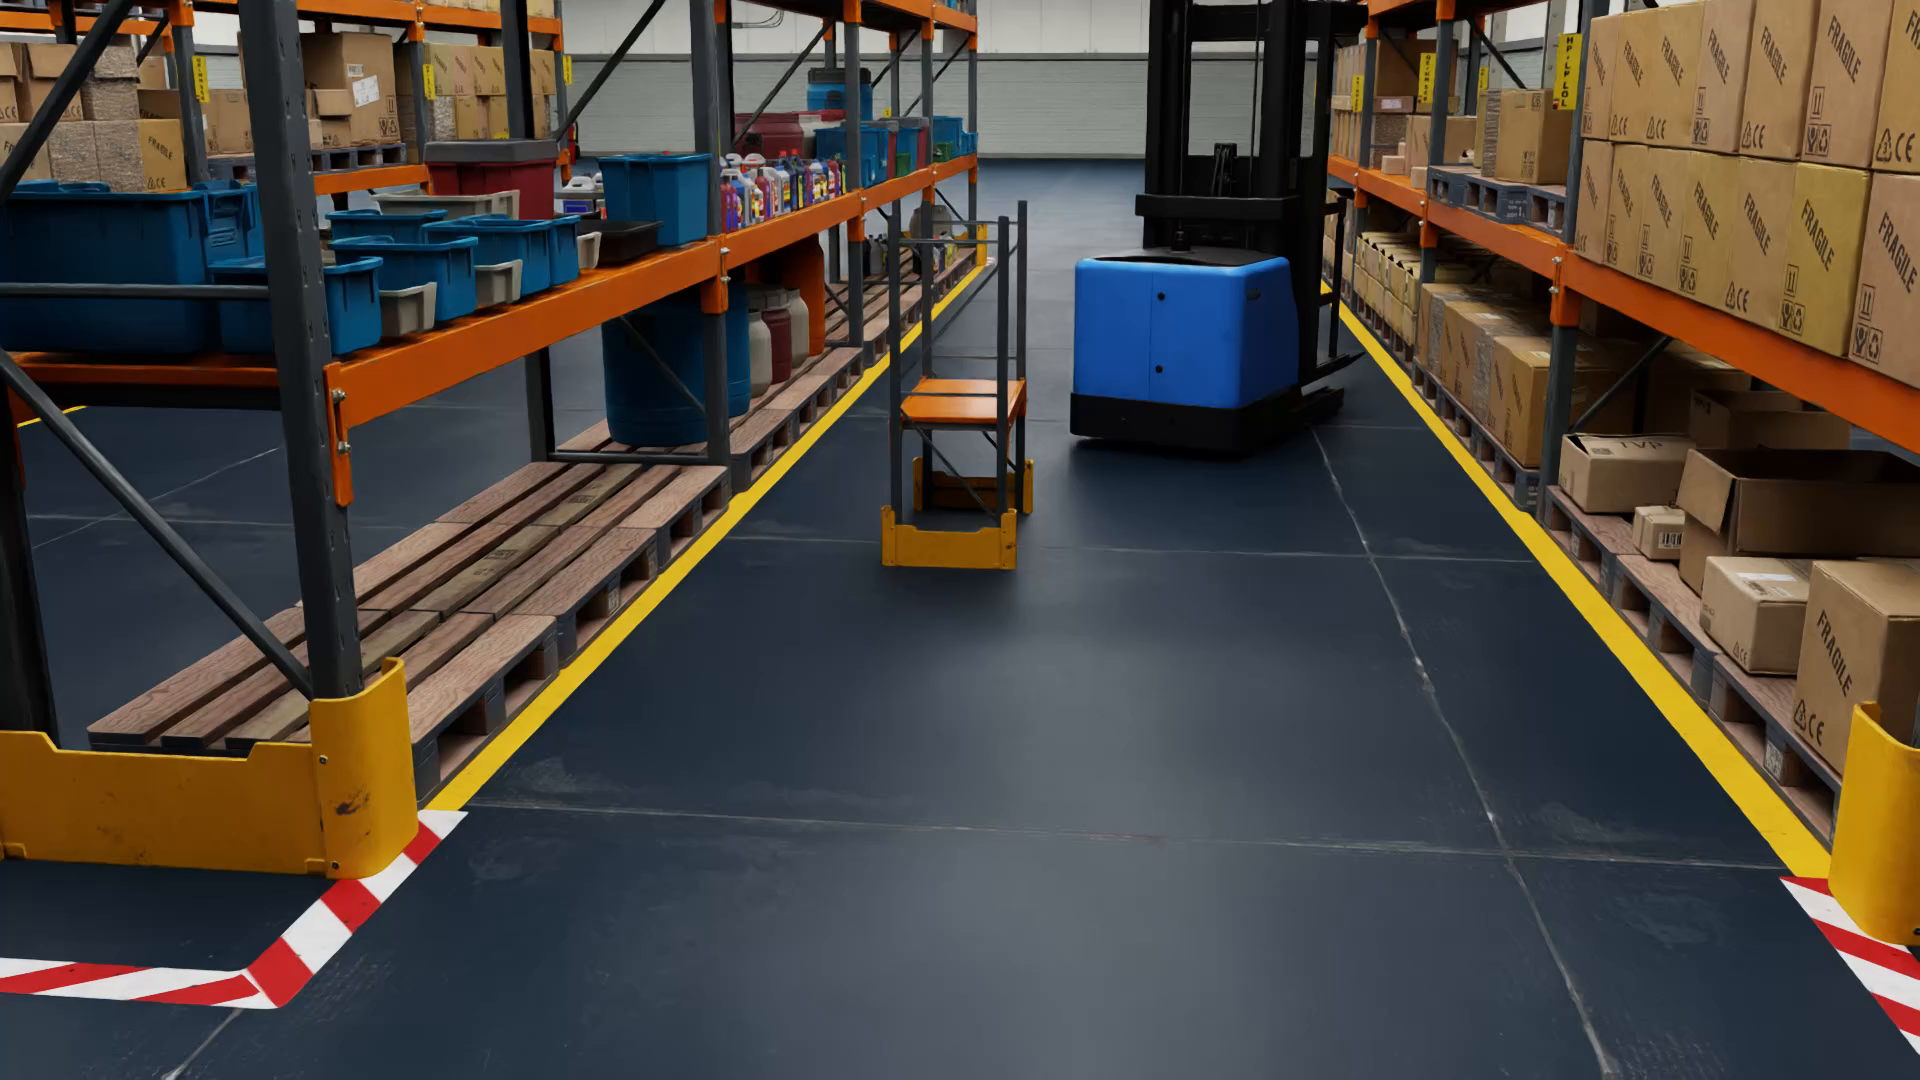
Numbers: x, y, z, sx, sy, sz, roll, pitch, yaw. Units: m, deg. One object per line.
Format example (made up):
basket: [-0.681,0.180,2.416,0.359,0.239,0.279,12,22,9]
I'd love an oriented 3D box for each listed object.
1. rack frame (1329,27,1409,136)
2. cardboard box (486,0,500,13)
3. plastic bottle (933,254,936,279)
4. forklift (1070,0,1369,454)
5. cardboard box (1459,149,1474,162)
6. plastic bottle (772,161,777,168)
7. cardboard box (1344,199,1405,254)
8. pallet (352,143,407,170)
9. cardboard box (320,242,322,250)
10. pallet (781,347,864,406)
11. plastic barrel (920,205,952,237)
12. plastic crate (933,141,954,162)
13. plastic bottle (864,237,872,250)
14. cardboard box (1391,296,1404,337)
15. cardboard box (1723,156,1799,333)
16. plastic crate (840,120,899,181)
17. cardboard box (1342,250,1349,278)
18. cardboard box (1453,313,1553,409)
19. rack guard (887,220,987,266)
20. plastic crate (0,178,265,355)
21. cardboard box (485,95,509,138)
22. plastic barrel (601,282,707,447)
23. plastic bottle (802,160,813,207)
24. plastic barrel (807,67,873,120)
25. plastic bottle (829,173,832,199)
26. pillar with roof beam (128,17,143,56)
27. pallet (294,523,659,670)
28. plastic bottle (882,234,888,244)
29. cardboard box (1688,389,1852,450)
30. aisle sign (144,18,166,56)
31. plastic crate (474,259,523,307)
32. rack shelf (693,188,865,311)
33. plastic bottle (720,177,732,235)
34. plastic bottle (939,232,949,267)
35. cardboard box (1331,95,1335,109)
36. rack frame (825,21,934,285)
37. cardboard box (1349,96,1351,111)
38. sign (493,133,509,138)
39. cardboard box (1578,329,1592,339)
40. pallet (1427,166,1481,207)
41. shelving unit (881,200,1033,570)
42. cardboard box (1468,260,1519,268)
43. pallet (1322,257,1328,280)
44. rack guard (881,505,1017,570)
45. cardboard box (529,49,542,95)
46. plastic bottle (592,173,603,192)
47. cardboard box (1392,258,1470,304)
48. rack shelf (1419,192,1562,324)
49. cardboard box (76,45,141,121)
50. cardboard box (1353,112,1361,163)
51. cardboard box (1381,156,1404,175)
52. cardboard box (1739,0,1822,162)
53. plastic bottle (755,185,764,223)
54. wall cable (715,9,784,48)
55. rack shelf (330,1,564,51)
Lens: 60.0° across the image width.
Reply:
rack frame: [4.614,-4.625,19.021,1.000,3.000,0.127,2,15,6]
cardboard box: [-5.201,-5.768,17.789,0.500,0.250,0.500,1,15,5]
plastic bottle: [-0.287,-2.700,16.284,0.097,0.271,0.097,0,15,0]
forklift: [1.813,-2.236,10.316,1.130,2.935,3.031,9,17,29]
cardboard box: [3.796,-2.600,11.703,0.500,0.311,0.500,3,15,10]
plastic bottle: [-1.124,-2.183,10.214,0.061,0.283,0.133,2,15,6]
cardboard box: [4.066,-3.081,16.337,0.500,0.500,0.500,2,15,6]
pallet: [-5.910,-3.594,15.575,1.003,0.211,1.213,2,15,6]
cardboard box: [-5.968,-2.315,14.422,0.700,0.500,0.500,3,15,11]
pallet: [-1.257,-1.146,11.494,1.003,0.211,1.213,2,15,6]
plastic barrel: [-0.305,-3.601,19.194,0.421,0.512,0.421,0,15,0]
plastic crate: [-0.325,-3.976,17.026,0.450,0.188,0.662,2,15,6]
plastic bottle: [-0.950,-2.894,16.849,0.144,0.351,0.185,1,15,3]
cardboard box: [3.583,-1.703,12.678,0.500,0.250,0.500,2,15,6]
cardboard box: [2.706,-0.912,5.096,0.500,0.500,0.500,2,15,7]
plastic crate: [-0.723,-3.138,13.399,0.402,0.464,0.583,2,15,6]
cardboard box: [4.064,-2.719,16.435,0.500,0.250,0.500,2,15,6]
cardboard box: [3.208,-1.045,9.727,0.500,0.500,0.500,1,15,4]
rack guard: [-0.269,-3.544,19.812,1.175,0.500,0.348,2,15,6]
plastic crate: [-2.260,-0.761,4.546,0.616,0.435,0.499,2,15,6]
cardboard box: [-5.422,-4.577,18.081,0.875,0.500,0.500,2,15,6]
plastic barrel: [-1.583,-0.990,8.793,0.600,0.901,0.708,2,15,6]
plastic bottle: [-0.960,-2.227,10.375,0.061,0.283,0.133,2,15,6]
plastic barrel: [-1.103,-3.885,15.324,0.600,0.901,0.708,2,15,6]
plastic bottle: [-0.900,-2.369,11.059,0.097,0.201,0.097,0,15,0]
pillar with roof beam: [-14.673,-12.639,37.163,9.100,9.000,0.400,2,15,6]
pallet: [-1.841,0.195,6.535,1.003,0.211,1.213,2,15,6]
plastic bottle: [-0.821,-3.206,18.158,0.097,0.271,0.097,0,15,0]
cardboard box: [3.478,-0.363,7.202,0.500,0.500,0.500,2,15,6]
aisle sign: [-9.839,-6.355,20.437,0.394,0.787,0.004,2,15,6]
plastic crate: [-1.562,-0.835,5.394,0.250,0.136,0.298,2,15,6]
rack shelf: [-1.435,-1.831,10.066,1.077,0.370,4.000,2,15,6]
plastic bottle: [-1.196,-1.686,8.375,0.061,0.283,0.133,2,15,6]
plastic bottle: [-0.186,-3.025,17.334,0.144,0.351,0.185,2,15,6]
cardboard box: [4.356,-4.891,18.570,0.380,0.149,0.250,2,15,6]
rack frame: [-0.758,-3.735,15.727,1.000,3.000,0.127,2,15,6]
cardboard box: [4.153,-4.424,16.843,0.380,0.149,0.250,2,15,8]
sign: [-2.207,-1.810,8.080,0.100,0.325,0.005,2,15,6]
cardboard box: [3.670,-0.905,9.209,0.500,0.500,0.500,2,15,7]
pallet: [3.705,-2.280,10.715,1.213,0.211,1.003,2,15,6]
shelving unit: [0.009,-0.744,7.539,0.587,1.500,1.083,2,15,6]
cardboard box: [4.114,-1.960,12.554,0.500,0.311,0.500,1,15,5]
pallet: [4.570,-3.080,18.647,1.003,0.211,1.213,2,15,6]
rack guard: [-0.048,-0.011,7.225,0.587,0.250,0.087,2,15,6]
cardboard box: [-5.095,-5.313,18.886,0.500,0.500,0.500,2,15,6]
plastic bottle: [-1.896,-1.806,8.834,0.152,0.276,0.135,2,15,6]
cardboard box: [3.578,-1.975,12.607,0.500,0.311,0.500,1,15,5]
rack shelf: [3.486,-1.684,9.523,1.077,0.370,4.000,2,15,6]
cardboard box: [-6.230,-3.187,11.587,0.797,0.503,0.637,2,15,8]
cardboard box: [4.320,-4.018,16.585,0.700,0.500,0.500,2,15,7]
cardboard box: [3.860,-3.243,14.389,0.380,0.149,0.250,2,15,6]
cardboard box: [2.696,-1.396,4.970,0.500,0.500,0.500,2,15,8]
plastic bottle: [-1.127,-1.847,9.128,0.097,0.201,0.097,0,15,0]
wall cable: [-6.519,-17.961,50.331,2.305,6.003,0.169,2,15,6]
rack shelf: [-5.454,-5.500,17.888,1.077,0.370,4.000,2,15,6]
